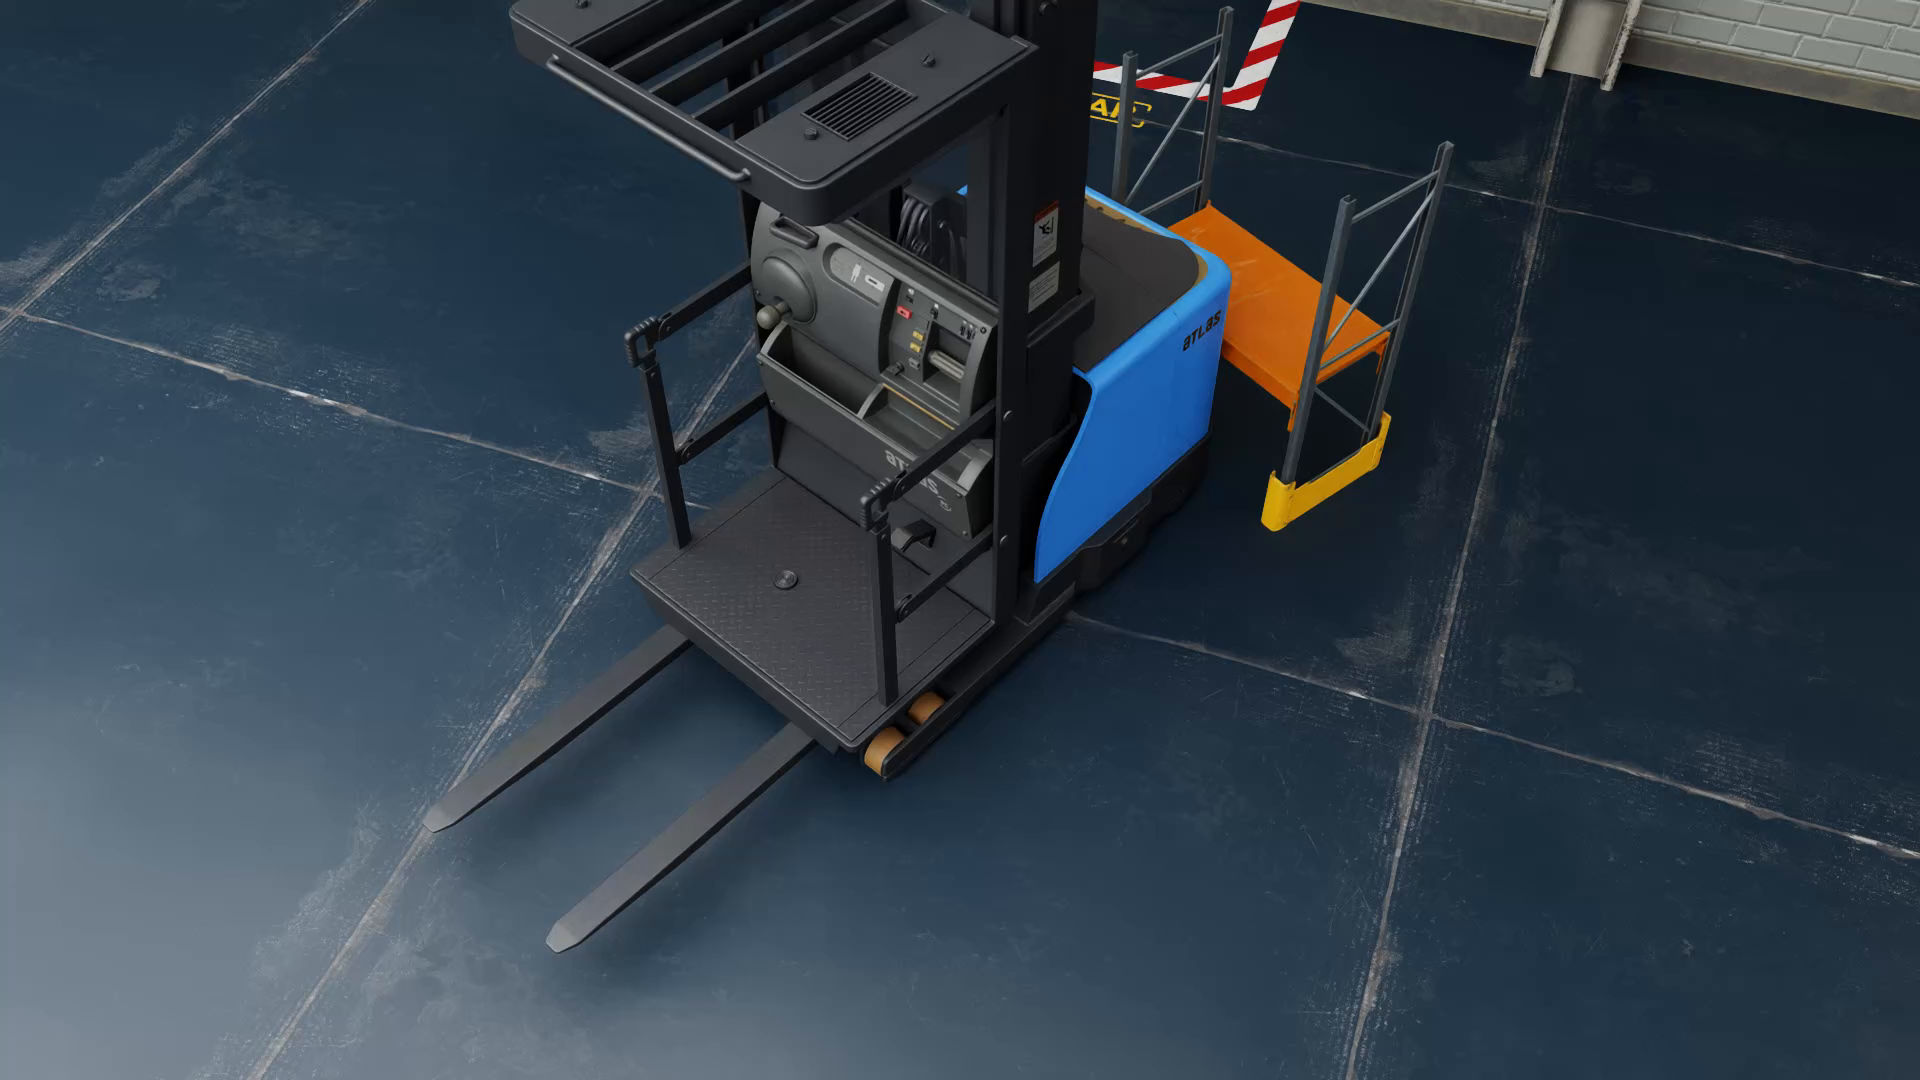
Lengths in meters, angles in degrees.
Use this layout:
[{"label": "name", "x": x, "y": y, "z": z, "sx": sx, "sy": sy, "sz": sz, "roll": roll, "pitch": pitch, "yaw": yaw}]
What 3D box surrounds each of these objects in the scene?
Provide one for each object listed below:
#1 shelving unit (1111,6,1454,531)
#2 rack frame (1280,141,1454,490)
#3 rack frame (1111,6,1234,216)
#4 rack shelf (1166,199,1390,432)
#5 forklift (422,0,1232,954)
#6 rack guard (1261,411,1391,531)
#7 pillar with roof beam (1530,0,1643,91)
[{"label": "shelving unit", "x": 1.085, "y": -0.975, "z": 6.102, "sx": 0.587, "sy": 1.500, "sz": 1.083, "roll": -30, "pitch": 56, "yaw": -24}, {"label": "rack frame", "x": 1.392, "y": -0.677, "z": 5.844, "sx": 0.500, "sy": 1.500, "sz": 0.032, "roll": -30, "pitch": 56, "yaw": -24}, {"label": "rack frame", "x": 0.767, "y": -1.283, "z": 6.370, "sx": 0.500, "sy": 1.500, "sz": 0.032, "roll": -30, "pitch": 56, "yaw": -24}, {"label": "rack shelf", "x": 1.079, "y": -0.863, "z": 6.243, "sx": 0.538, "sy": 0.185, "sz": 1.000, "roll": -30, "pitch": 56, "yaw": -24}, {"label": "forklift", "x": -0.418, "y": -0.612, "z": 4.840, "sx": 1.130, "sy": 2.935, "sz": 3.031, "roll": 34, "pitch": 57, "yaw": 26}, {"label": "rack guard", "x": 1.391, "y": -0.269, "z": 6.317, "sx": 0.587, "sy": 0.250, "sz": 0.087, "roll": -30, "pitch": 56, "yaw": -24}, {"label": "pillar with roof beam", "x": 1.574, "y": -2.258, "z": 2.252, "sx": 0.400, "sy": 9.000, "sz": 9.100, "roll": 16, "pitch": 51, "yaw": 13}]
